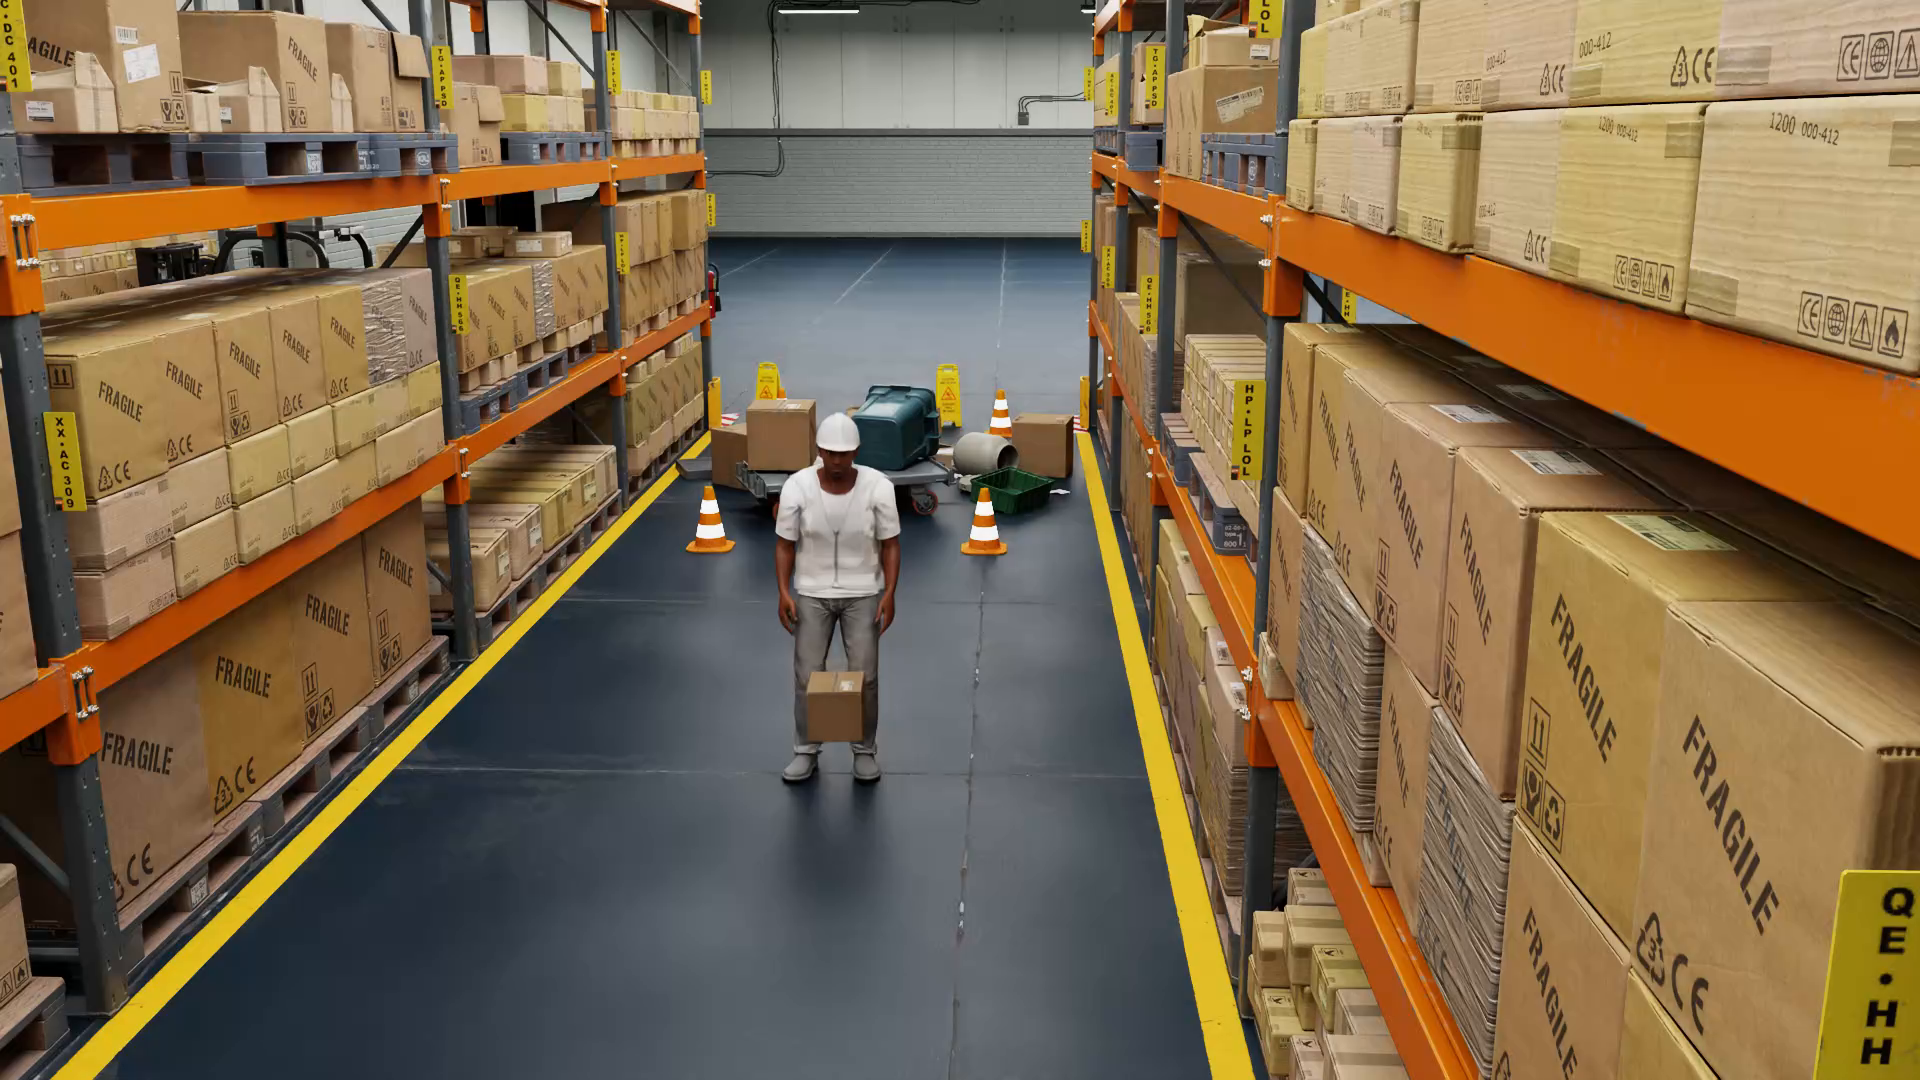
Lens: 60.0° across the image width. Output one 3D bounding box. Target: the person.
[{"bbox_3d":[-0.571,0.271,7.858,0.622,1.759,0.462,0,14,-1],"label":"person"}]
